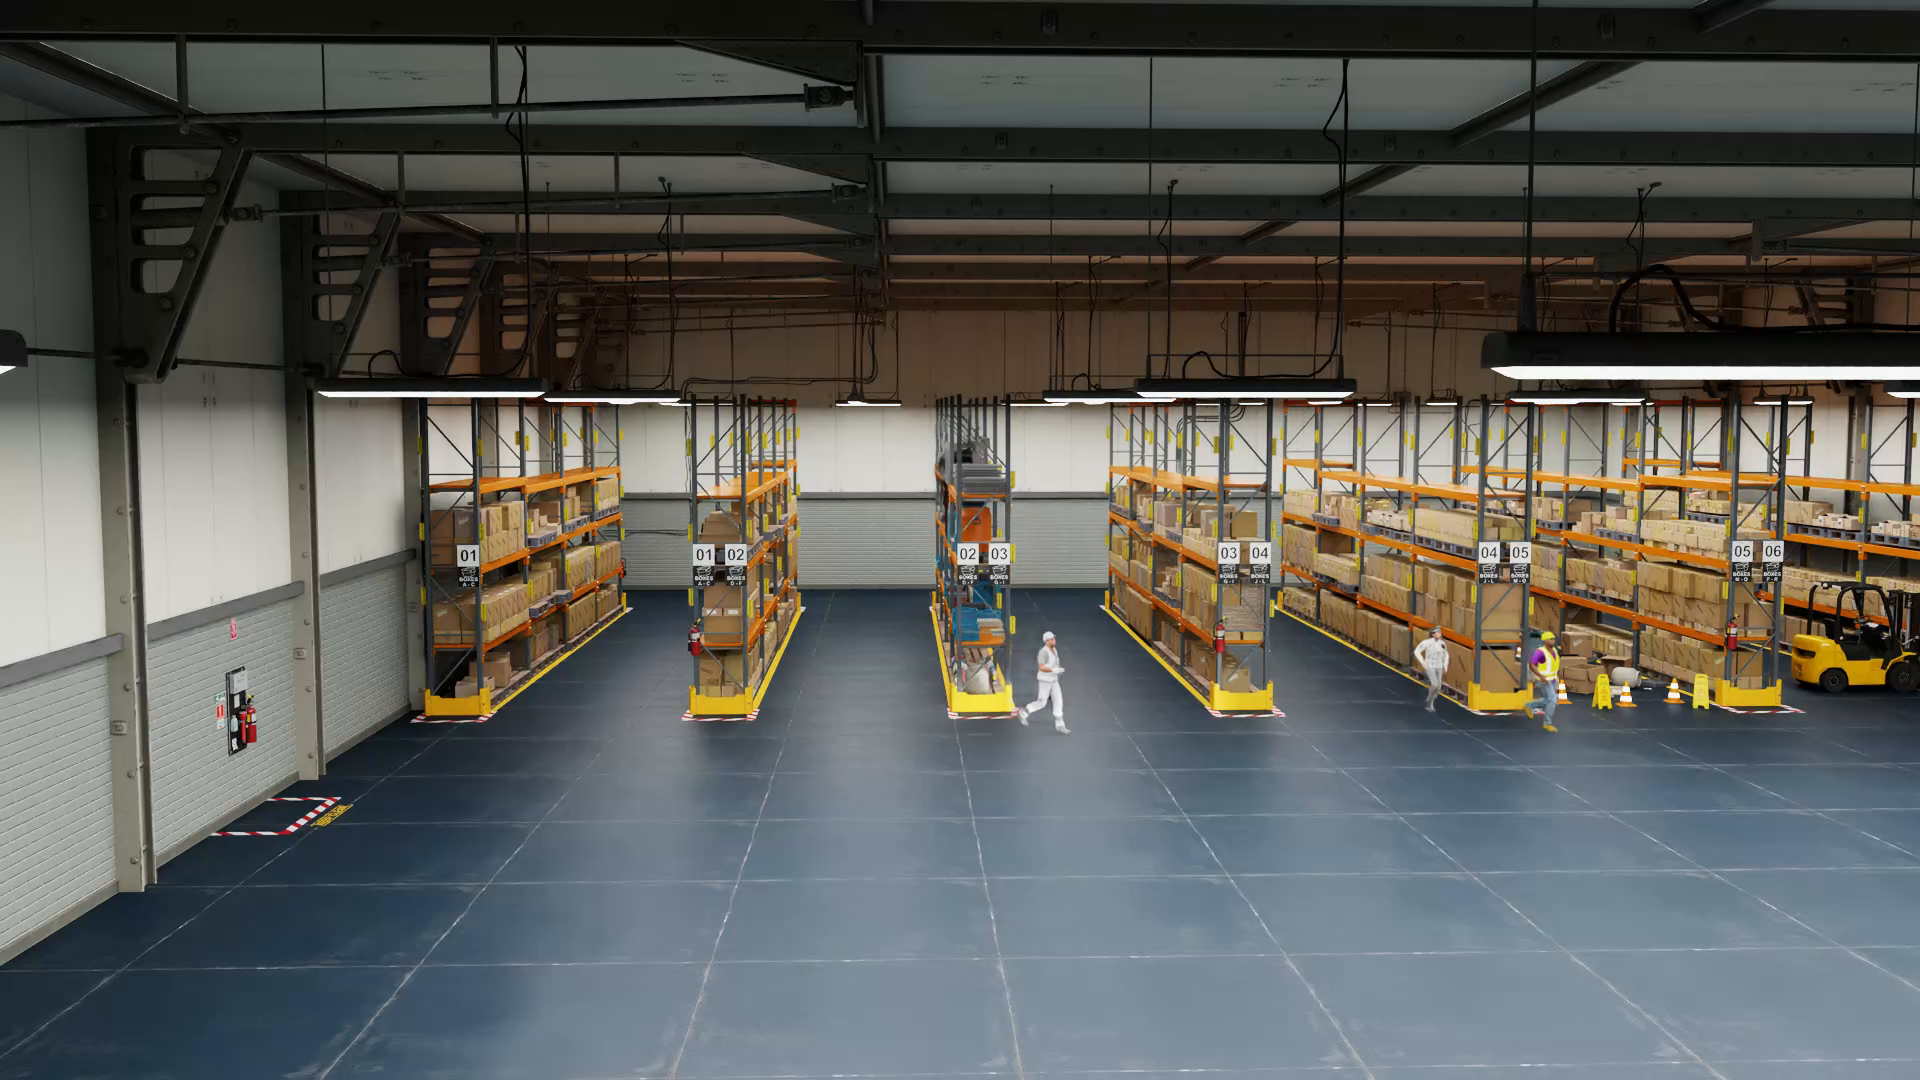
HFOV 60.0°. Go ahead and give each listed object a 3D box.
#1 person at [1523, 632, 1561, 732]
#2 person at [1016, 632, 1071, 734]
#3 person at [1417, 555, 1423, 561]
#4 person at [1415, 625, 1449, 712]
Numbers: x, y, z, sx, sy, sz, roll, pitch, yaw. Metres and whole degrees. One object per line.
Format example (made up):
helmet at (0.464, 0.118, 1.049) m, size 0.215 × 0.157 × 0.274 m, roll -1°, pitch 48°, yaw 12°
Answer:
person at (10.456, 2.512, 29.843) m, size 0.712 × 1.765 × 0.749 m, roll -4°, pitch 6°, yaw -40°
person at (1.515, 2.512, 29.462) m, size 0.992 × 1.793 × 0.670 m, roll 2°, pitch 5°, yaw 29°
person at (13.487, 0.966, 49.293) m, size 0.708 × 1.744 × 0.696 m, roll 0°, pitch 4°, yaw -2°
person at (8.943, 2.427, 31.317) m, size 0.637 × 1.658 × 0.566 m, roll -1°, pitch 5°, yaw -15°
